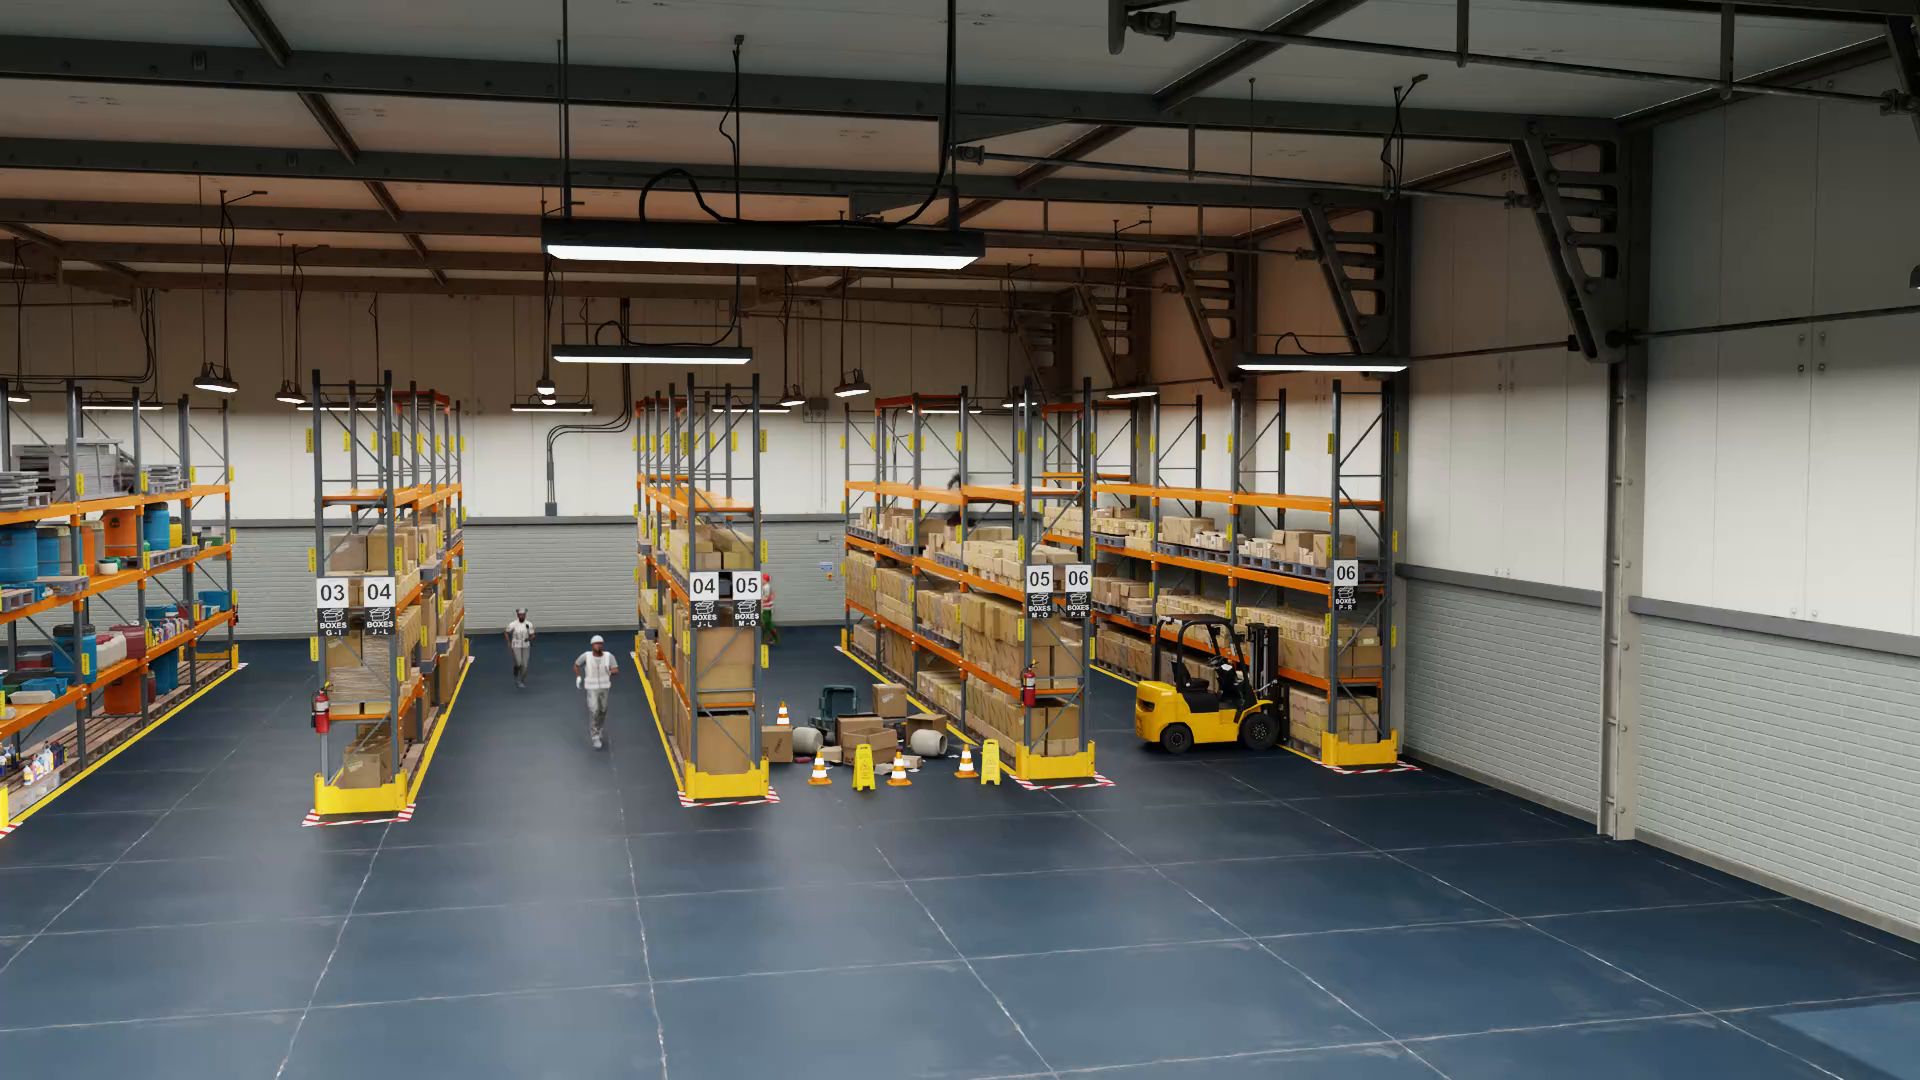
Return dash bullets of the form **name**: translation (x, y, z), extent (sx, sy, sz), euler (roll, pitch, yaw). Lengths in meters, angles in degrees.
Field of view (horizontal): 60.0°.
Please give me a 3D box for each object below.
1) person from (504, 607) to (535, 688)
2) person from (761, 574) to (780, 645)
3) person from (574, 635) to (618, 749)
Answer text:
- **person**: translation (-8.981, 2.207, 34.035), extent (0.576, 1.652, 0.563), euler (-2, 4, -27)
- **person**: translation (-4.832, 1.738, 41.225), extent (0.725, 1.810, 0.632), euler (-1, 3, -12)
- **person**: translation (-6.027, 2.494, 27.657), extent (0.671, 1.819, 0.897), euler (-2, 4, -26)
